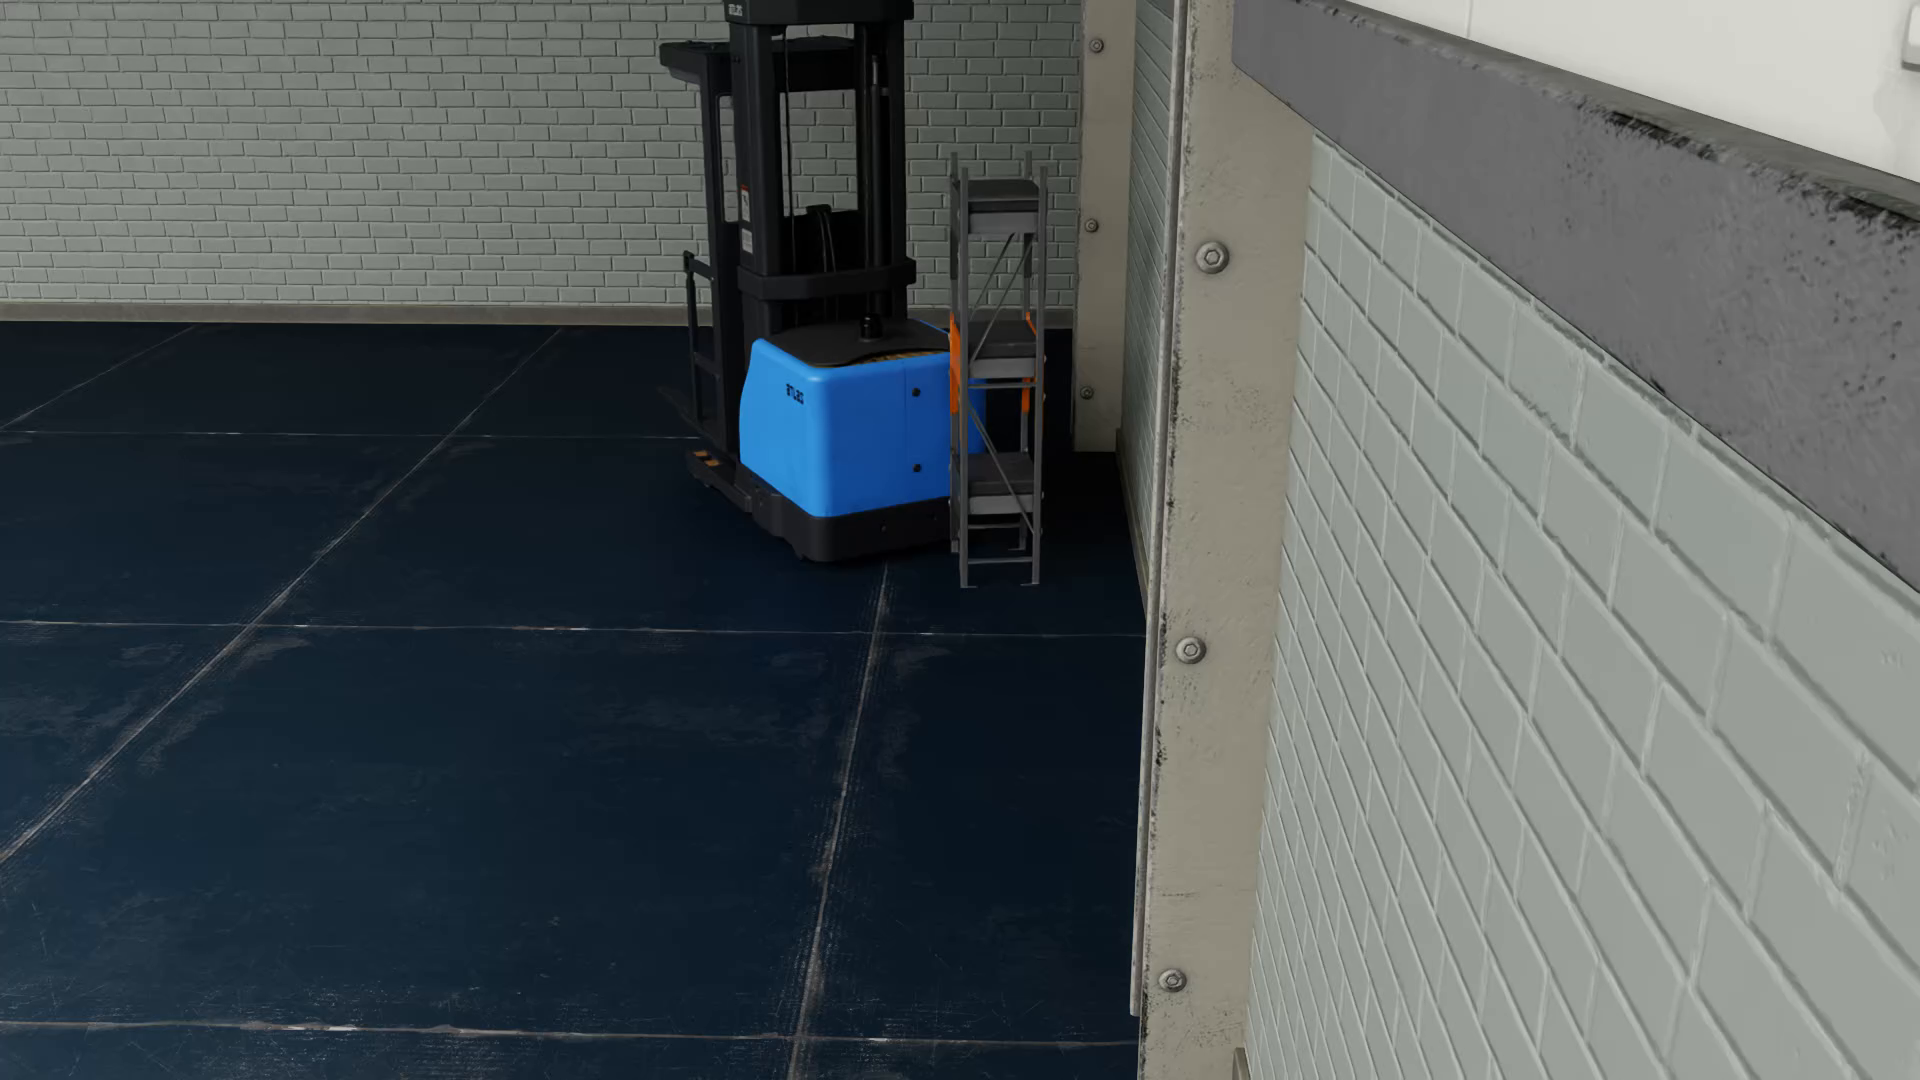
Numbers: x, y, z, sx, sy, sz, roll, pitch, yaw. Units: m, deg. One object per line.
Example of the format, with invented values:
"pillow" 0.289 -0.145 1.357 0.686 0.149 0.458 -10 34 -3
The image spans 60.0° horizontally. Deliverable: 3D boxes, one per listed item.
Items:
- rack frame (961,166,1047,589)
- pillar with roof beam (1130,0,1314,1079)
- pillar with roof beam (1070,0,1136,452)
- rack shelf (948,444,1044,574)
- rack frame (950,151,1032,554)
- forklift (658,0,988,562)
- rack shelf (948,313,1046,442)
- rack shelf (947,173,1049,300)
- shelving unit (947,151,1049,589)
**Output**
"rack frame" 0.203 -0.741 8.035 0.400 2.100 0.015 -2 21 -6
"pillar with roof beam" -3.619 -2.703 3.556 9.100 9.000 0.400 1 21 2
"pillar with roof beam" -3.436 -4.873 9.147 9.100 9.000 0.400 1 21 2
"rack shelf" 0.178 -0.163 8.520 0.431 0.518 0.480 -2 21 -6
"rack frame" 0.152 -0.916 8.488 0.400 2.100 0.015 -2 21 -6
"forklift" -0.990 -1.744 9.471 1.130 2.935 3.031 -11 24 -26
"rack shelf" 0.178 -0.816 8.266 0.431 0.518 0.480 -2 21 -6
"rack shelf" 0.178 -1.468 8.013 0.431 0.518 0.480 -2 21 -6
"shelving unit" 0.178 -0.829 8.262 0.431 2.100 0.503 -2 21 -6
